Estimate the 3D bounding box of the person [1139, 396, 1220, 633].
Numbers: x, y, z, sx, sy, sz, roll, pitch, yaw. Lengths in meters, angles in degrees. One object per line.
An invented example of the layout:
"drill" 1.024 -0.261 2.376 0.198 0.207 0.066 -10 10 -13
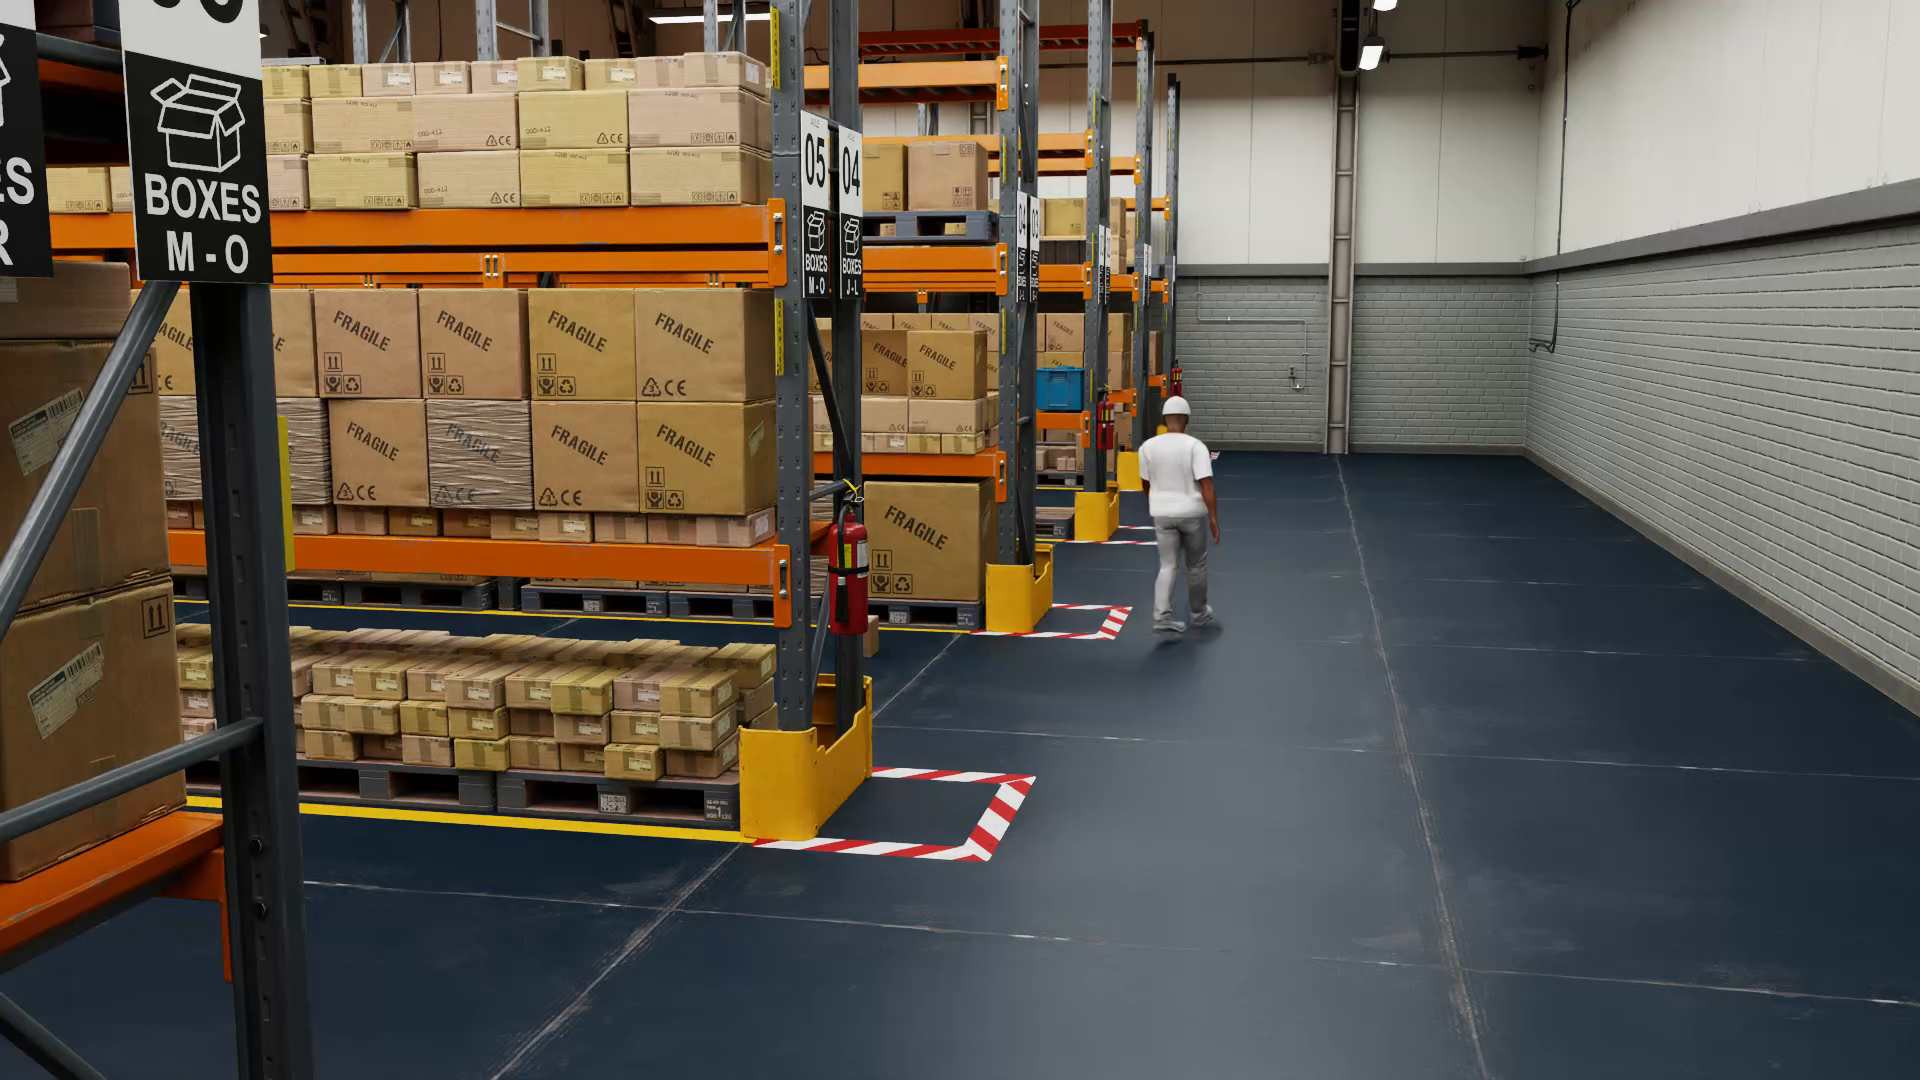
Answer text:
"person" 1.633 -0.187 12.129 0.657 1.727 0.983 3 9 23
